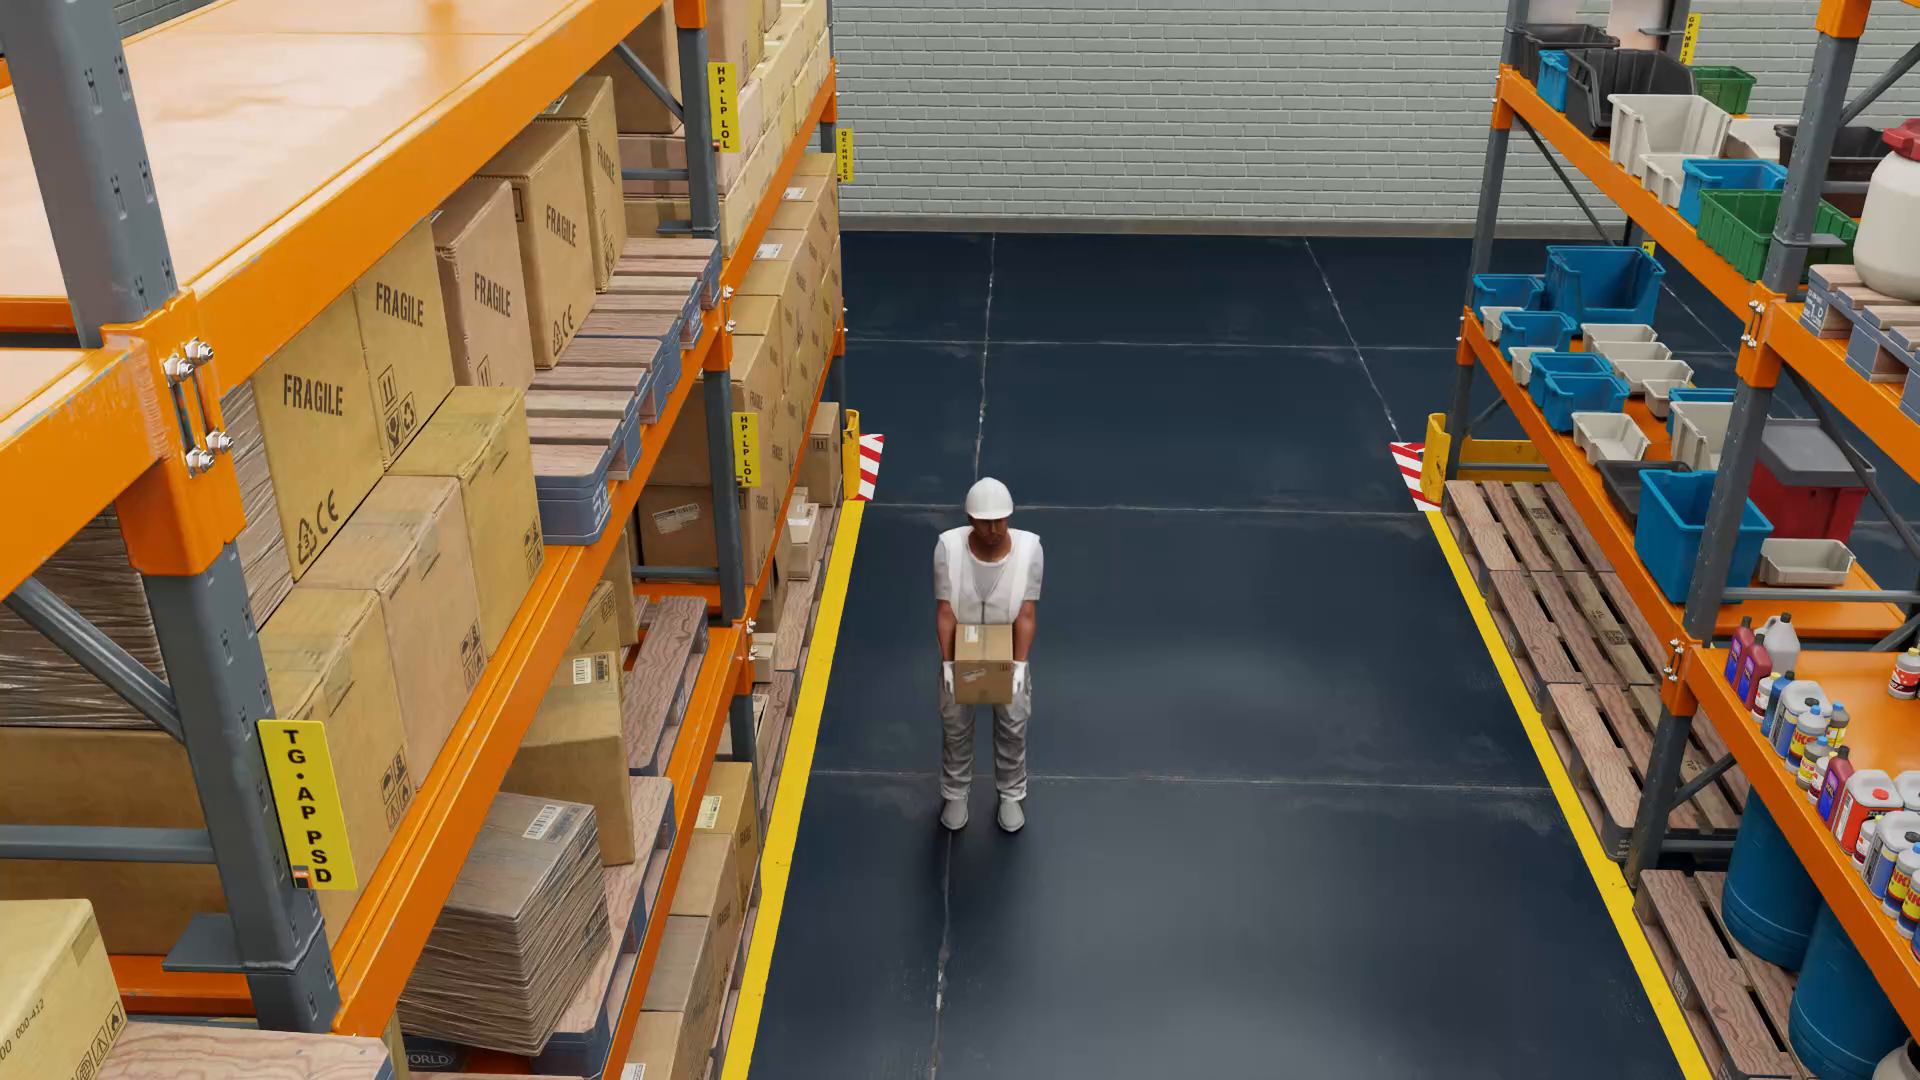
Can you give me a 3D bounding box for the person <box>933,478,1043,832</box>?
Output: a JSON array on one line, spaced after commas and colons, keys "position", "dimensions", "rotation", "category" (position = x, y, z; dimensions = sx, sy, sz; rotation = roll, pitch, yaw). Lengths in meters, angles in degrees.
[{"position": [0.124, 0.560, 7.536], "dimensions": [0.492, 1.779, 0.577], "rotation": [1, 28, 1], "category": "person"}]
